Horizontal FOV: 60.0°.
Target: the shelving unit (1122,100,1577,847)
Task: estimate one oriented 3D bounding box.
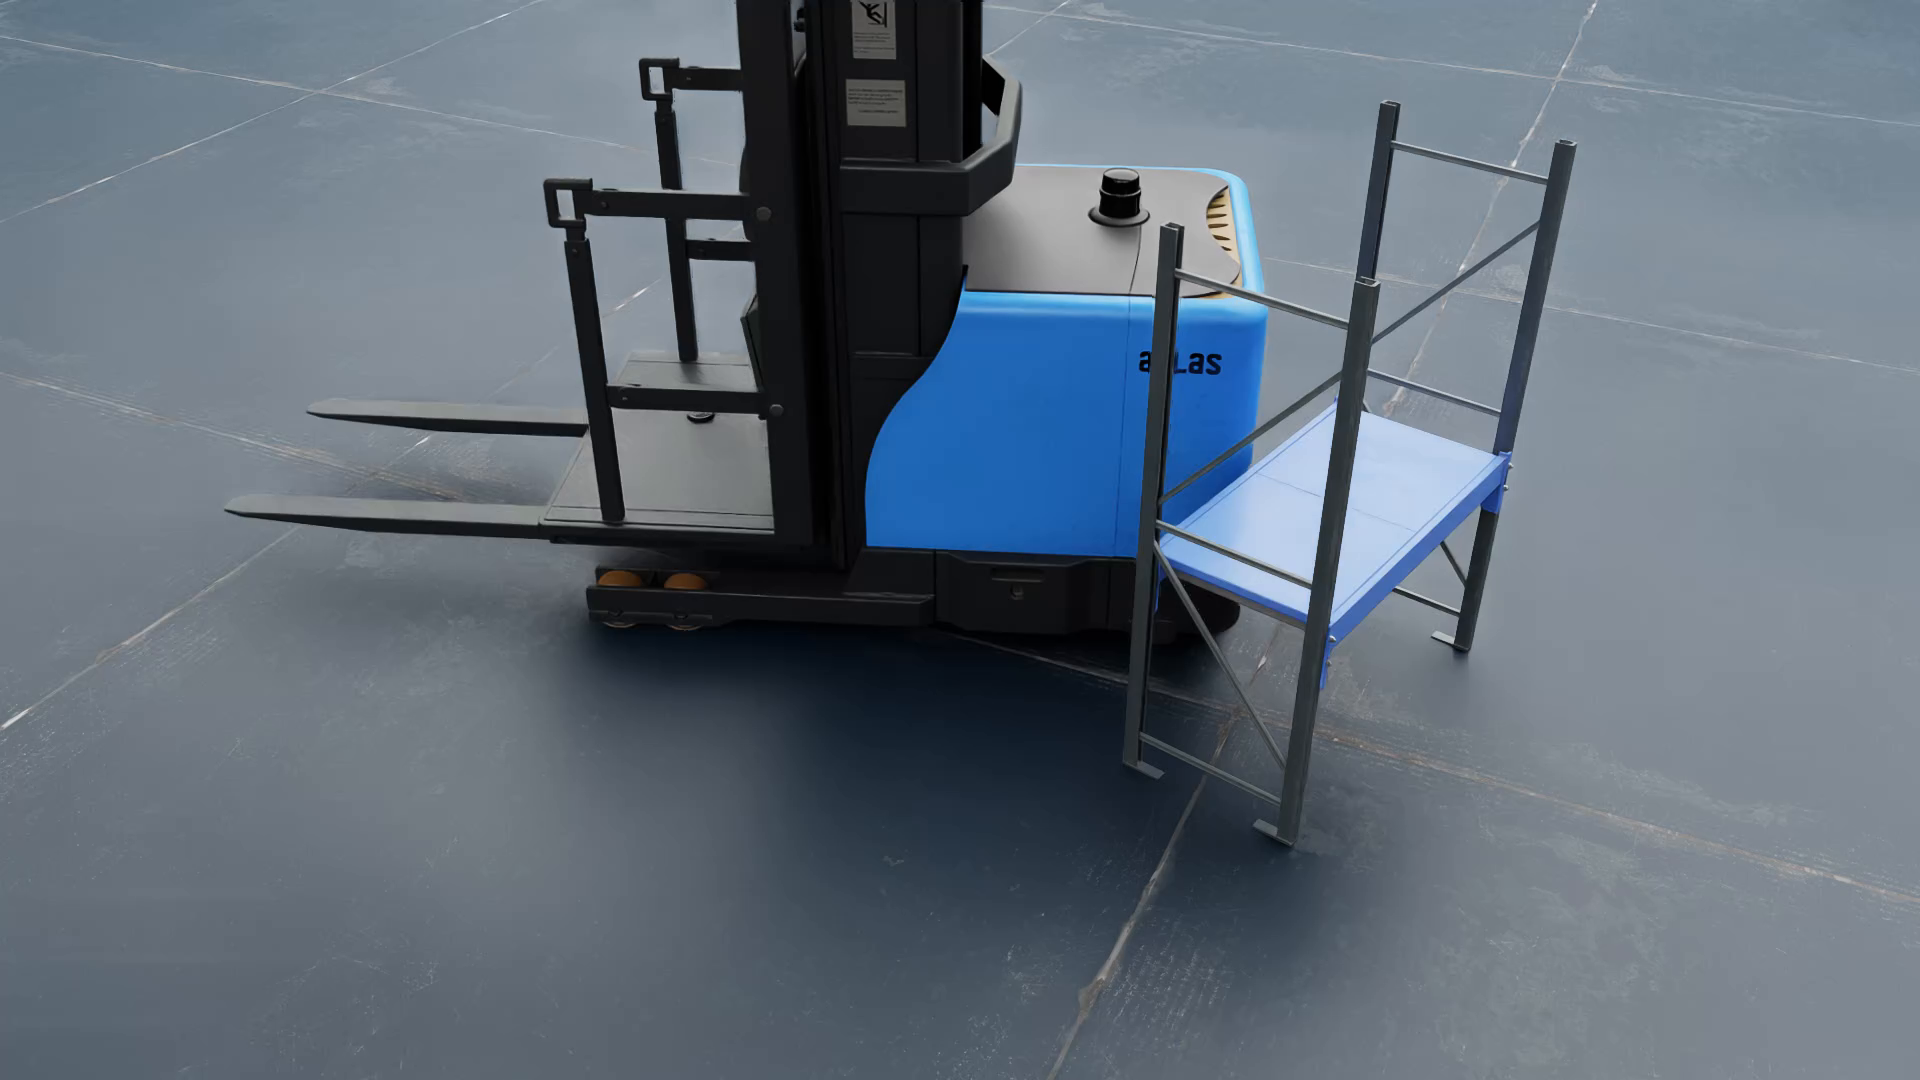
[{"bbox_3d":[0.948,-0.181,4.158,0.538,1.500,1.048,24,40,32],"label":"shelving unit"}]

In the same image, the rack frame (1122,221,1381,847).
[{"bbox_3d":[0.630,0.037,3.826,0.500,1.500,0.032,24,40,32],"label":"rack frame"}]

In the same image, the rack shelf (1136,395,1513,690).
[{"bbox_3d":[0.948,-0.030,4.256,0.538,0.185,1.000,24,40,32],"label":"rack shelf"}]

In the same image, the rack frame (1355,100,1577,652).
[{"bbox_3d":[1.266,-0.398,4.489,0.500,1.500,0.032,24,40,32],"label":"rack frame"}]

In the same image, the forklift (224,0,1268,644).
[{"bbox_3d":[-0.673,-1.247,4.478,3.031,2.935,1.130,2,33,4],"label":"forklift"}]
